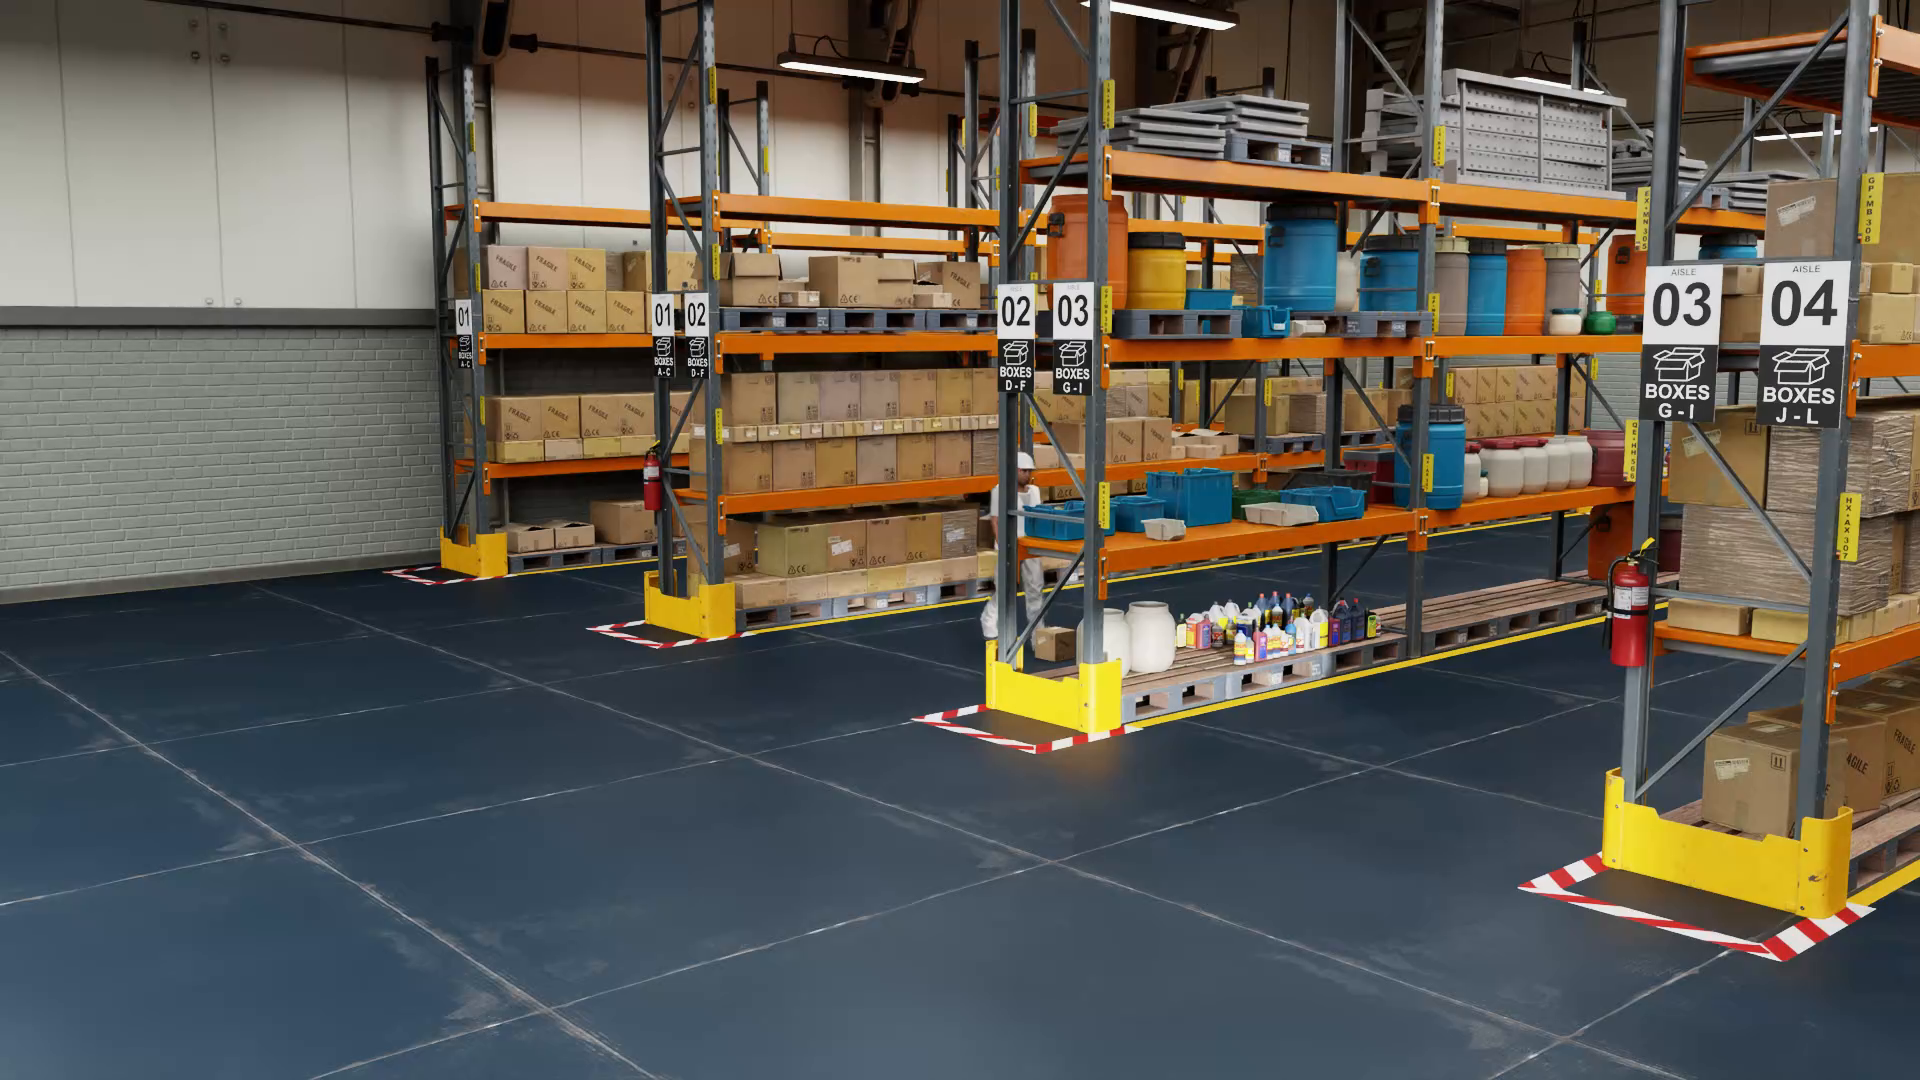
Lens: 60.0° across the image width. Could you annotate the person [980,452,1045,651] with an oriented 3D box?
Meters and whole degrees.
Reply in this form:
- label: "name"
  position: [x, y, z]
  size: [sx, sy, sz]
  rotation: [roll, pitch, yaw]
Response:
- label: "person"
  position: [0.519, 0.102, 14.897]
  size: [0.554, 1.773, 0.887]
  rotation: [-4, 8, -28]
